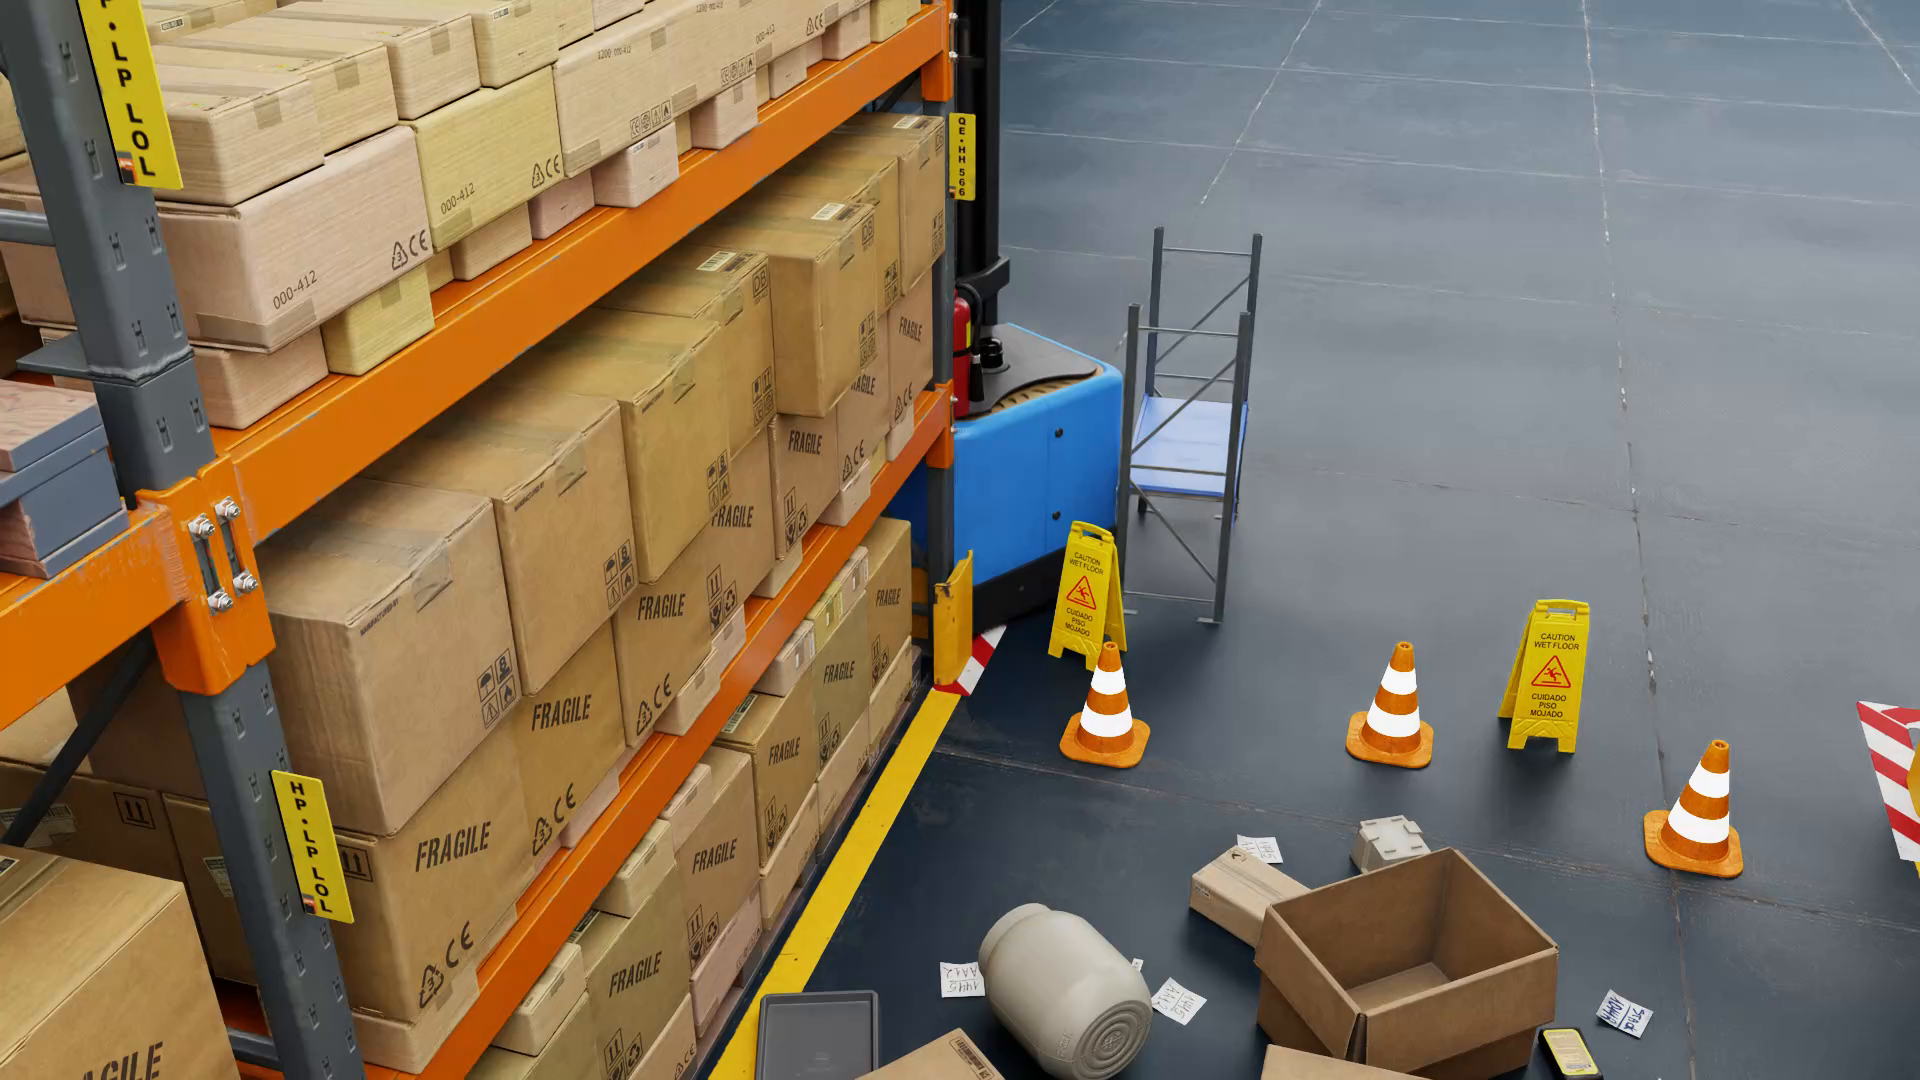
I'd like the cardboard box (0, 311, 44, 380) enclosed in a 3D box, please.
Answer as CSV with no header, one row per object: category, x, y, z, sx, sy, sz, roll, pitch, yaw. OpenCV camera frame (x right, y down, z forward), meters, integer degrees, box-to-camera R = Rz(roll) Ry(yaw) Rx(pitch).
cardboard box,-1.889,-0.410,3.075,0.380,0.149,0.250,9,30,15

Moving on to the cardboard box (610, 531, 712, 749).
cardboard box,-1.010,0.175,4.441,0.500,0.500,0.500,8,30,14

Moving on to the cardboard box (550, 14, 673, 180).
cardboard box,-0.997,-1.031,3.781,0.500,0.250,0.500,9,30,15

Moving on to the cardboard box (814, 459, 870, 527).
cardboard box,-0.532,-0.190,5.764,0.380,0.149,0.250,9,30,16

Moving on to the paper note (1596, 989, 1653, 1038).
paper note,2.175,1.547,5.439,0.144,0.017,0.142,20,35,32

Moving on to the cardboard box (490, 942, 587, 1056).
cardboard box,-1.165,1.103,4.140,0.380,0.149,0.250,9,30,16

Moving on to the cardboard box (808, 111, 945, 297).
cardboard box,-0.457,-1.220,5.920,0.700,0.500,0.500,8,30,14

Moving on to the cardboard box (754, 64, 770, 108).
cardboard box,-0.756,-1.282,4.642,0.380,0.149,0.250,8,30,13

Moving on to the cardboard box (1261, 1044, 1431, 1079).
cardboard box,1.122,1.767,4.416,0.797,0.637,0.503,8,30,15

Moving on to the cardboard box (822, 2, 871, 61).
cardboard box,-0.506,-1.634,5.275,0.380,0.149,0.250,9,30,16

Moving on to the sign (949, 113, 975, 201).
sign,0.009,-1.433,6.225,0.100,0.325,0.005,8,30,15

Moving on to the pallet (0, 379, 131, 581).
pallet,-1.973,0.024,2.229,1.213,0.211,1.003,8,30,15

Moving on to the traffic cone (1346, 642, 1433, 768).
traffic cone,1.752,0.615,6.668,0.336,0.463,0.334,8,30,15

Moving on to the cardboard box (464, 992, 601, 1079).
cardboard box,-1.259,1.436,4.208,0.500,0.500,0.500,10,31,17

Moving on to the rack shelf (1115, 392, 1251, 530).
rack shelf,1.054,-0.386,7.771,0.538,0.185,1.000,6,30,10

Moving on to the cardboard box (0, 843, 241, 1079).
cardboard box,-1.606,0.872,2.757,0.500,0.500,0.500,8,30,14

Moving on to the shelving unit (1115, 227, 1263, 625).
shelving unit,1.054,-0.543,7.684,0.538,1.500,1.048,6,30,10

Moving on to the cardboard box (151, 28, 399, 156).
cardboard box,-1.237,-0.793,2.943,0.380,0.149,0.250,9,30,16

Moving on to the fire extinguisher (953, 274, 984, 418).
fire extinguisher,-0.042,-0.831,6.738,0.296,0.674,0.183,8,30,15

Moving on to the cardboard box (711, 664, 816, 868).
cardboard box,-0.807,0.699,5.533,0.500,0.500,0.500,8,30,14

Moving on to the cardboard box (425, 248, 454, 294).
cardboard box,-1.267,-0.574,3.370,0.380,0.149,0.250,9,30,15

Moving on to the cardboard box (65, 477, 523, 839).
cardboard box,-1.354,0.197,3.373,0.700,0.500,0.500,8,30,14

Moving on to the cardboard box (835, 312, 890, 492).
cardboard box,-0.563,-0.528,5.704,0.500,0.500,0.500,9,30,15

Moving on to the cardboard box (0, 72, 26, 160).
cardboard box,-1.806,-0.747,2.859,0.380,0.149,0.250,9,30,16

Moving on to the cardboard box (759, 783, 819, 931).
cardboard box,-0.804,1.038,5.695,0.500,0.250,0.500,7,30,13

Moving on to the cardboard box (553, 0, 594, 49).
cardboard box,-1.024,-1.155,3.594,0.380,0.149,0.250,7,30,13

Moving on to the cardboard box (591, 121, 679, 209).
cardboard box,-0.902,-0.916,3.984,0.380,0.149,0.250,8,30,14

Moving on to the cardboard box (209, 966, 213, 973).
cardboard box,-1.887,0.898,3.808,0.380,0.149,0.250,8,30,14

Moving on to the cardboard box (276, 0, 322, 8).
cardboard box,-1.515,-1.233,3.734,0.380,0.149,0.250,8,30,14

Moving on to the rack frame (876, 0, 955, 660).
rack frame,-0.516,-0.878,6.742,1.000,3.000,0.127,8,30,15

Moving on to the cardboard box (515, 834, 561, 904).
cardboard box,-1.218,0.738,4.097,0.380,0.149,0.250,8,30,15

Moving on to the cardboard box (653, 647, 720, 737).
cardboard box,-0.907,0.397,4.709,0.380,0.149,0.250,9,30,15

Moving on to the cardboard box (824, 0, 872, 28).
cardboard box,-0.570,-1.745,5.064,0.500,0.250,0.500,8,30,14

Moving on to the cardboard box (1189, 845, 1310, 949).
cardboard box,1.030,1.265,5.823,0.250,0.149,0.380,-24,37,-37

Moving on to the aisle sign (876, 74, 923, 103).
aisle sign,-0.221,-2.001,6.087,0.394,0.787,0.004,8,30,15

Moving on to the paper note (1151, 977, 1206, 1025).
paper note,0.717,1.522,5.495,0.148,0.019,0.142,20,35,32

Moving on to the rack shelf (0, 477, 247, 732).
rack shelf,-2.277,0.914,1.175,1.077,0.370,4.000,8,30,15

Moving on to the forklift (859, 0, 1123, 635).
forklift,-0.592,-1.495,7.922,1.130,2.935,3.031,-23,36,-35

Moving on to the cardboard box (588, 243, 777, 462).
cardboard box,-0.944,-0.522,4.665,0.700,0.500,0.500,8,30,15

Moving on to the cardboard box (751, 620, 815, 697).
cardboard box,-0.701,0.358,5.479,0.380,0.149,0.250,10,31,17

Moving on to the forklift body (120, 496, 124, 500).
forklift body,-4.075,-0.072,6.166,2.313,2.155,1.214,8,30,15
